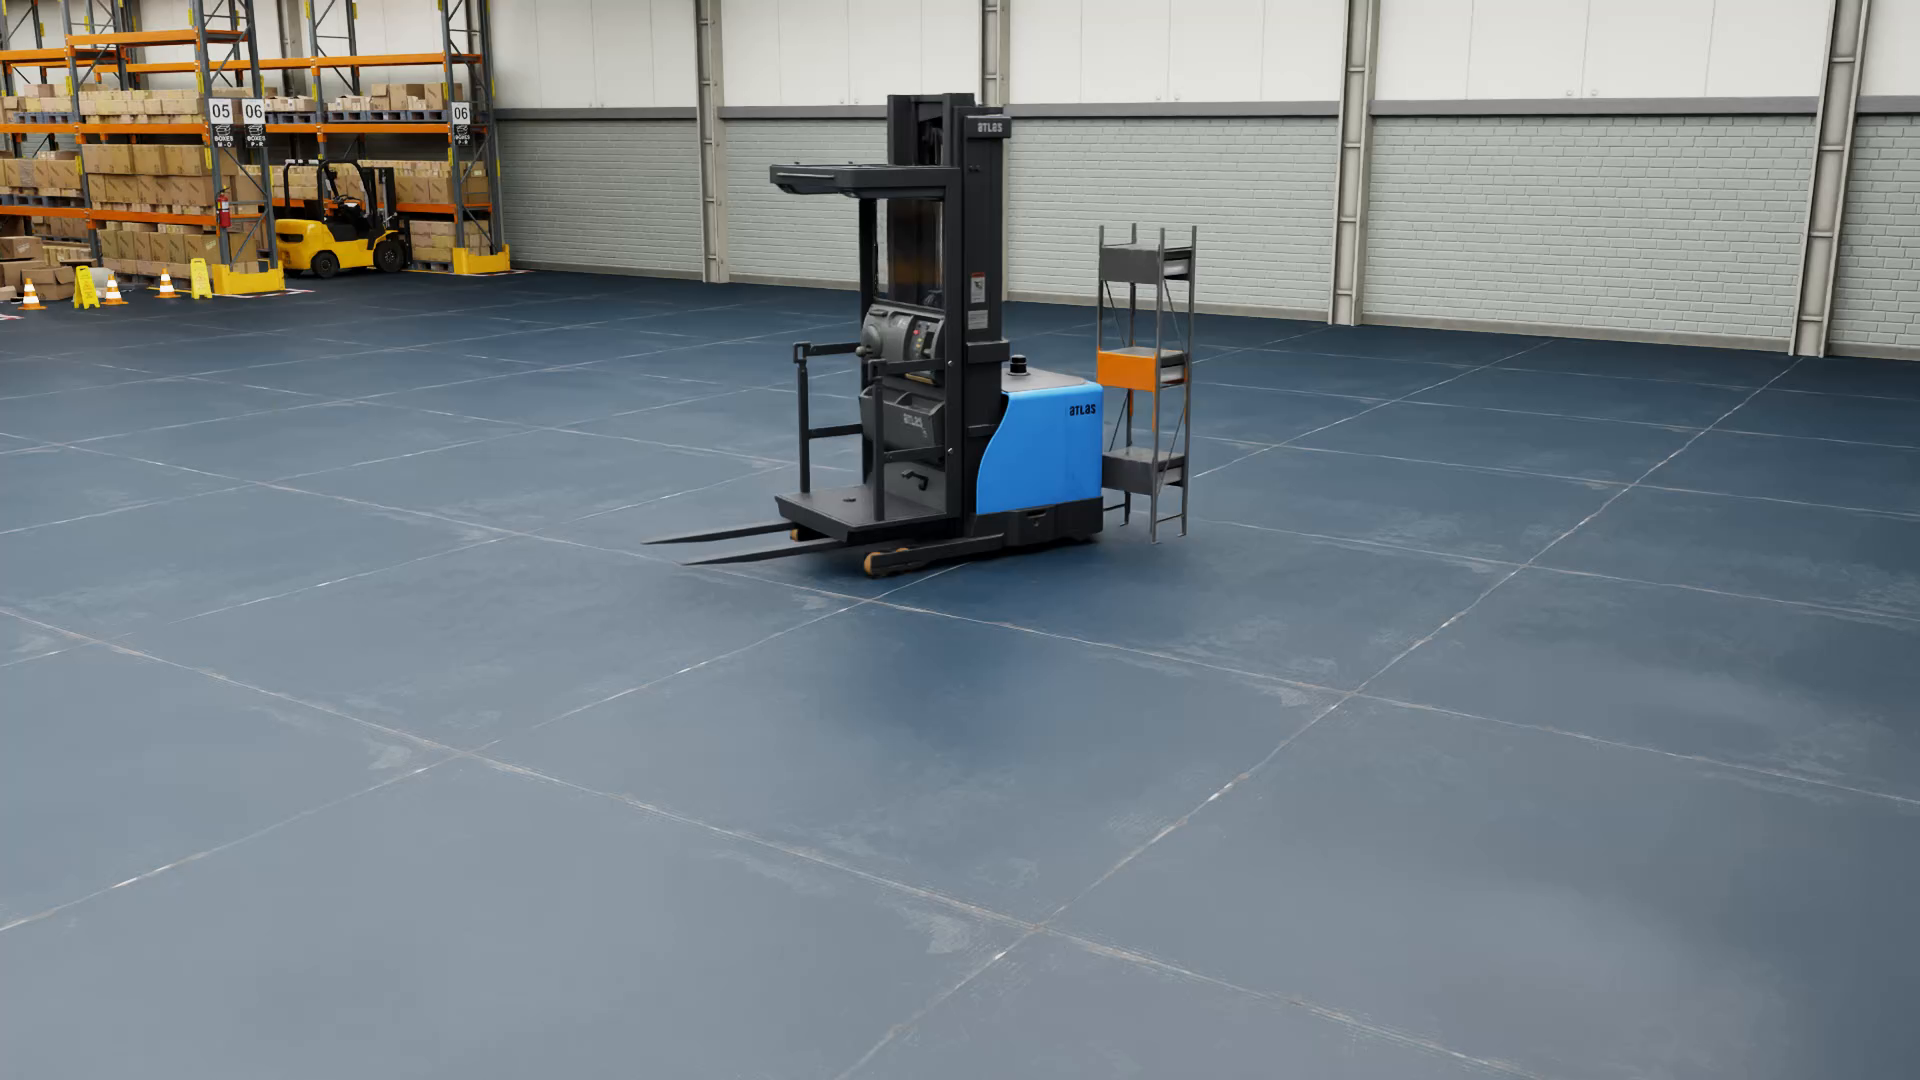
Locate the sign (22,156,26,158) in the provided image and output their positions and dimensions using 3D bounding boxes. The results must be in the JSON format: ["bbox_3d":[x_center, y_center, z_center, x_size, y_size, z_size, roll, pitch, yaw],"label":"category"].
[{"bbox_3d":[-18.454,-7.411,32.774,0.005,0.325,0.100,9,17,33],"label":"sign"}]

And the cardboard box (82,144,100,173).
[{"bbox_3d":[-15.186,-6.818,29.714,0.500,0.500,0.700,9,17,32],"label":"cardboard box"}]

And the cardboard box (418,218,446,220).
[{"bbox_3d":[-10.463,-6.288,33.248,0.500,0.250,0.500,9,17,32],"label":"cardboard box"}]

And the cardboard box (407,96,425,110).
[{"bbox_3d":[-10.411,-8.423,32.063,0.258,0.266,0.396,9,17,33],"label":"cardboard box"}]

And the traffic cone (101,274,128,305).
[{"bbox_3d":[-13.525,-4.007,26.548,0.334,0.463,0.336,9,17,33],"label":"traffic cone"}]

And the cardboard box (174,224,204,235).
[{"bbox_3d":[-13.263,-5.344,28.608,0.250,0.149,0.380,10,17,34],"label":"cardboard box"}]

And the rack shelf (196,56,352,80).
[{"bbox_3d":[-14.322,-9.869,34.792,4.000,0.370,1.077,9,17,33],"label":"rack shelf"}]

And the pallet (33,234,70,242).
[{"bbox_3d":[-21.895,-7.370,40.659,1.213,0.211,1.003,9,17,33],"label":"pallet"}]

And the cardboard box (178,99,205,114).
[{"bbox_3d":[-12.686,-7.248,27.810,0.500,0.250,0.500,9,16,32],"label":"cardboard box"}]

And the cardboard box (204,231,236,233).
[{"bbox_3d":[-13.082,-5.174,29.270,0.500,0.500,0.500,8,16,31],"label":"cardboard box"}]

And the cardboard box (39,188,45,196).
[{"bbox_3d":[-16.850,-6.477,30.895,0.250,0.149,0.380,9,17,33],"label":"cardboard box"}]

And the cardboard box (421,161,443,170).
[{"bbox_3d":[-10.213,-7.266,32.255,0.250,0.149,0.380,10,17,34],"label":"cardboard box"}]

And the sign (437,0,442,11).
[{"bbox_3d":[-9.658,-9.993,30.856,0.005,0.325,0.100,9,17,33],"label":"sign"}]

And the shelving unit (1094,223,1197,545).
[{"bbox_3d":[1.241,-1.060,11.238,0.503,2.100,0.431,12,18,40],"label":"shelving unit"}]

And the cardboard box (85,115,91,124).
[{"bbox_3d":[-15.307,-7.484,29.594,0.250,0.149,0.380,9,16,32],"label":"cardboard box"}]

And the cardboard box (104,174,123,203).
[{"bbox_3d":[-14.791,-6.257,29.531,0.500,0.500,0.500,9,17,33],"label":"cardboard box"}]

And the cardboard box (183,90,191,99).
[{"bbox_3d":[-12.749,-7.455,27.818,0.250,0.149,0.380,10,17,34],"label":"cardboard box"}]

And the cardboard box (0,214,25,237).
[{"bbox_3d":[-19.276,-6.060,33.108,0.875,0.875,0.875,9,17,32],"label":"cardboard box"}]

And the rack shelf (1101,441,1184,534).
[{"bbox_3d":[1.241,-0.368,11.409,0.480,0.518,0.431,12,18,40],"label":"rack shelf"}]

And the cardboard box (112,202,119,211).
[{"bbox_3d":[-14.872,-5.960,29.682,0.250,0.149,0.380,9,17,33],"label":"cardboard box"}]

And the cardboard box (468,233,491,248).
[{"bbox_3d":[-9.618,-5.912,32.770,0.500,0.250,0.500,10,17,34],"label":"cardboard box"}]

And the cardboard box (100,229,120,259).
[{"bbox_3d":[-15.091,-5.342,29.948,0.500,0.500,0.500,10,17,35],"label":"cardboard box"}]

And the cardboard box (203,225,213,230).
[{"bbox_3d":[-16.453,-6.773,36.768,0.500,0.500,0.500,10,17,34],"label":"cardboard box"}]

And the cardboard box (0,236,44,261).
[{"bbox_3d":[-16.399,-5.037,29.054,0.500,0.500,0.500,9,17,33],"label":"cardboard box"}]

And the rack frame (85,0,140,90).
[{"bbox_3d":[-19.301,-11.217,37.908,0.127,3.000,1.000,9,17,33],"label":"rack frame"}]

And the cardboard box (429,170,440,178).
[{"bbox_3d":[-10.017,-7.078,32.115,0.250,0.149,0.380,9,17,34],"label":"cardboard box"}]

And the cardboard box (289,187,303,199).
[{"bbox_3d":[-13.647,-7.241,34.643,0.500,0.250,0.500,9,17,32],"label":"cardboard box"}]

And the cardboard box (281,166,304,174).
[{"bbox_3d":[-13.943,-7.728,34.739,0.250,0.149,0.380,9,16,31],"label":"cardboard box"}]

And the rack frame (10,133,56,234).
[{"bbox_3d":[-22.620,-8.841,40.796,0.127,3.000,1.000,9,17,33],"label":"rack frame"}]

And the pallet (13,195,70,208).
[{"bbox_3d":[-17.084,-6.428,31.445,1.213,0.211,1.003,9,17,33],"label":"pallet"}]

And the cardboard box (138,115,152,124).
[{"bbox_3d":[-13.862,-7.228,28.562,0.250,0.149,0.380,9,16,32],"label":"cardboard box"}]

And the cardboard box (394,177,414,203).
[{"bbox_3d":[-10.749,-6.898,32.737,0.500,0.500,0.500,9,16,32],"label":"cardboard box"}]

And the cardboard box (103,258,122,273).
[{"bbox_3d":[-15.091,-4.978,30.038,0.500,0.250,0.500,8,16,30],"label":"cardboard box"}]

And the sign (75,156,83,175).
[{"bbox_3d":[-15.737,-6.693,29.707,0.005,0.325,0.100,9,17,33],"label":"sign"}]

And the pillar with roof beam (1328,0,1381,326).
[{"bbox_3d":[3.115,-6.608,19.291,0.400,9.000,9.100,9,17,33],"label":"pillar with roof beam"}]

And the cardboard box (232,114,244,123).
[{"bbox_3d":[-12.205,-7.149,28.239,0.250,0.149,0.380,9,17,33],"label":"cardboard box"}]

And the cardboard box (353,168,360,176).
[{"bbox_3d":[-11.934,-7.388,33.369,0.250,0.149,0.380,10,17,34],"label":"cardboard box"}]

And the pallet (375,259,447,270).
[{"bbox_3d":[-11.010,-5.600,33.505,1.213,0.211,1.003,9,17,33],"label":"pallet"}]

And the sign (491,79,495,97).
[{"bbox_3d":[-9.029,-8.724,32.097,0.005,0.325,0.100,9,17,33],"label":"sign"}]

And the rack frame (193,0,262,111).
[{"bbox_3d":[-12.111,-8.617,27.407,0.127,3.000,1.000,9,17,33],"label":"rack frame"}]

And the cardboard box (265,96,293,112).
[{"bbox_3d":[-14.036,-9.048,34.494,0.500,0.311,0.500,9,16,31],"label":"cardboard box"}]

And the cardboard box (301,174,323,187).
[{"bbox_3d":[-13.213,-7.417,34.313,0.500,0.250,0.500,9,16,32],"label":"cardboard box"}]

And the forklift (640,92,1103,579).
[{"bbox_3d":[-0.546,-1.327,10.584,3.031,2.935,1.130,-9,16,-32],"label":"forklift"}]

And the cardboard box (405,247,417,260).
[{"bbox_3d":[-10.727,-5.702,32.963,0.500,0.250,0.500,9,17,33],"label":"cardboard box"}]

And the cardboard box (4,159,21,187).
[{"bbox_3d":[-17.624,-6.930,31.374,0.500,0.500,0.500,10,17,34],"label":"cardboard box"}]

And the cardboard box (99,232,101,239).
[{"bbox_3d":[-19.927,-7.141,38.986,0.250,0.149,0.380,9,16,31],"label":"cardboard box"}]

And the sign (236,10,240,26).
[{"bbox_3d":[-15.675,-11.322,36.059,0.005,0.325,0.100,9,17,33],"label":"sign"}]

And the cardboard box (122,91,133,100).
[{"bbox_3d":[-14.240,-7.692,28.774,0.250,0.149,0.380,9,16,32],"label":"cardboard box"}]

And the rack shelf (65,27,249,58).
[{"bbox_3d":[-13.771,-8.535,28.577,4.000,0.370,1.077,9,17,33],"label":"rack shelf"}]

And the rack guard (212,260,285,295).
[{"bbox_3d":[-12.174,-4.502,28.469,0.348,0.500,1.175,9,17,33],"label":"rack guard"}]

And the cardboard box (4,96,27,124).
[{"bbox_3d":[-17.468,-8.085,31.286,0.637,0.503,0.797,9,17,33],"label":"cardboard box"}]

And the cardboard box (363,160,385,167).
[{"bbox_3d":[-11.693,-7.504,33.217,0.250,0.149,0.380,9,16,32],"label":"cardboard box"}]
